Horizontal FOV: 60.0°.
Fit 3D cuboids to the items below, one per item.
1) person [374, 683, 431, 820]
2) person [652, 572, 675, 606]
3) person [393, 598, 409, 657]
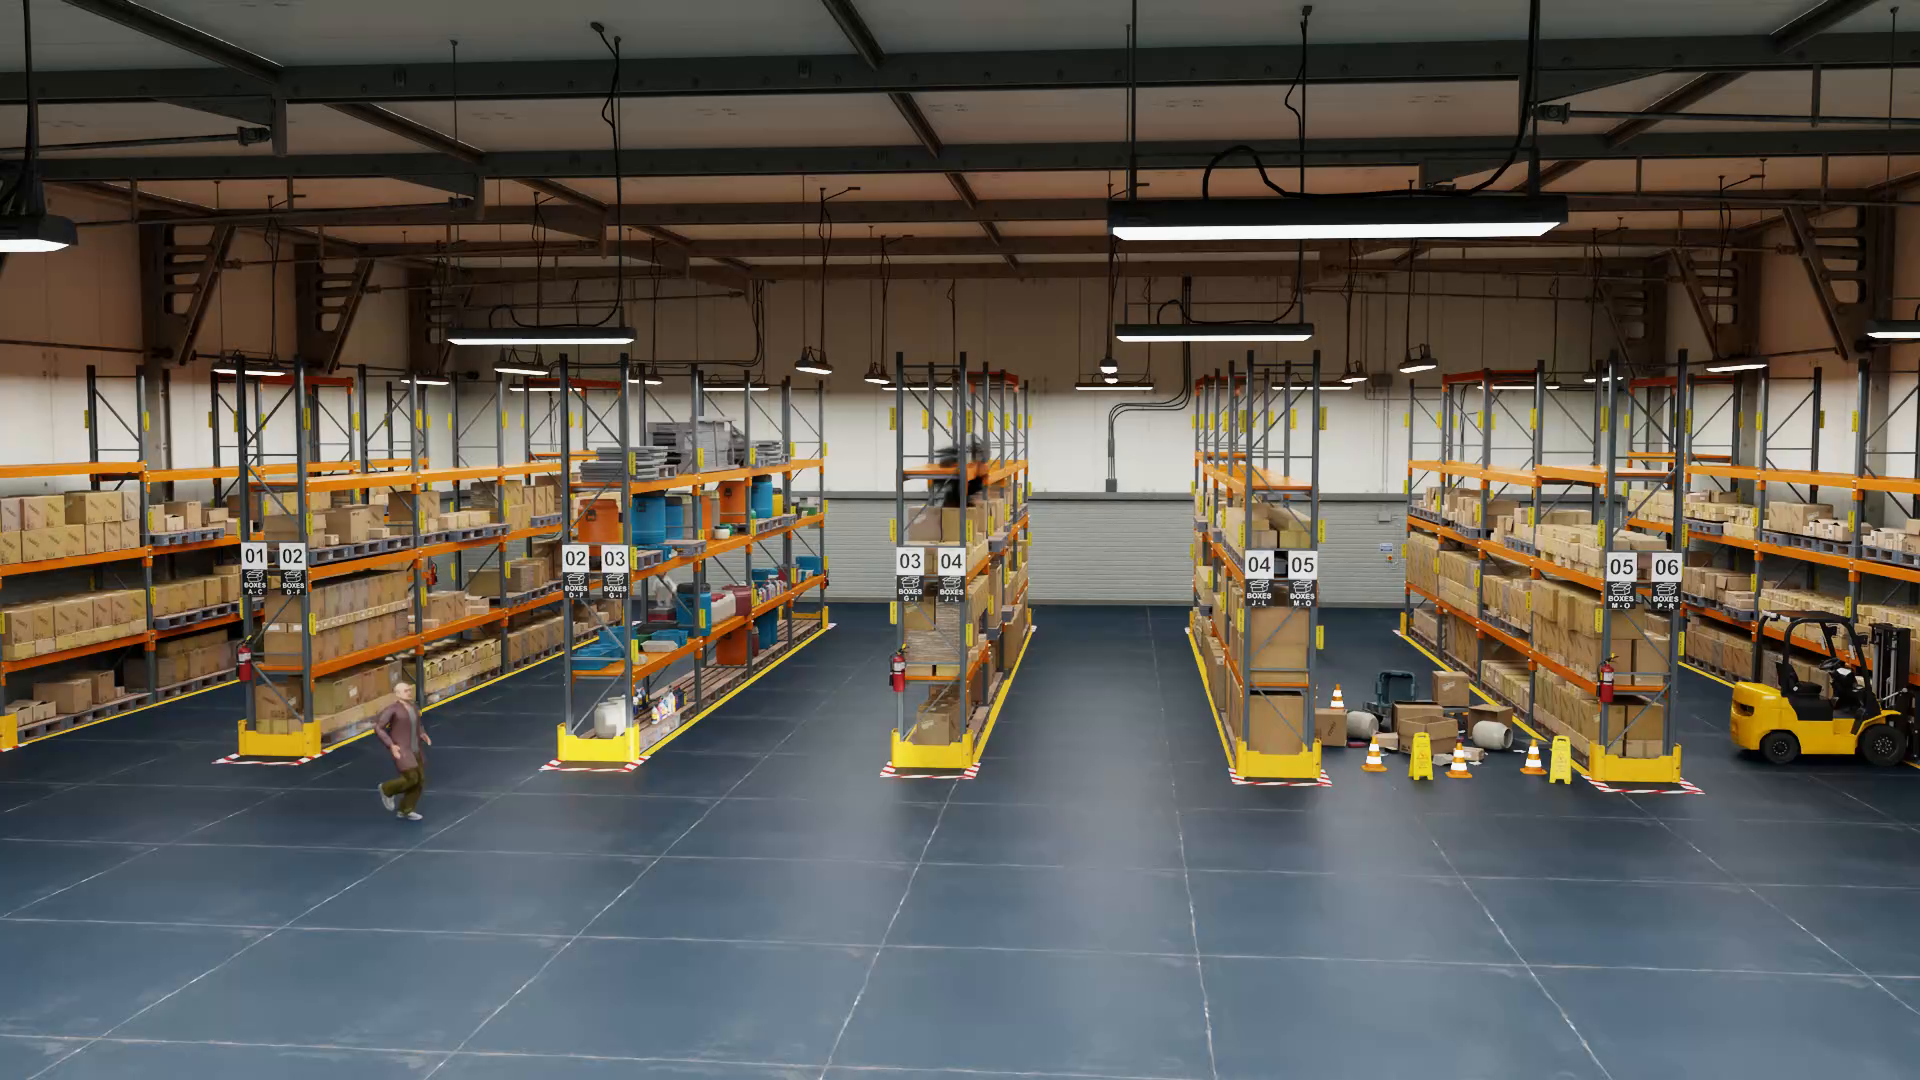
[{"bbox_3d":[-6.989,2.656,20.925,0.637,1.732,0.710,2,4,24],"label":"person"},{"bbox_3d":[-7.008,1.430,39.267,0.528,1.557,0.528,0,4,3],"label":"person"},{"bbox_3d":[-11.519,1.748,34.137,0.585,1.632,0.629,-1,4,-10],"label":"person"}]
